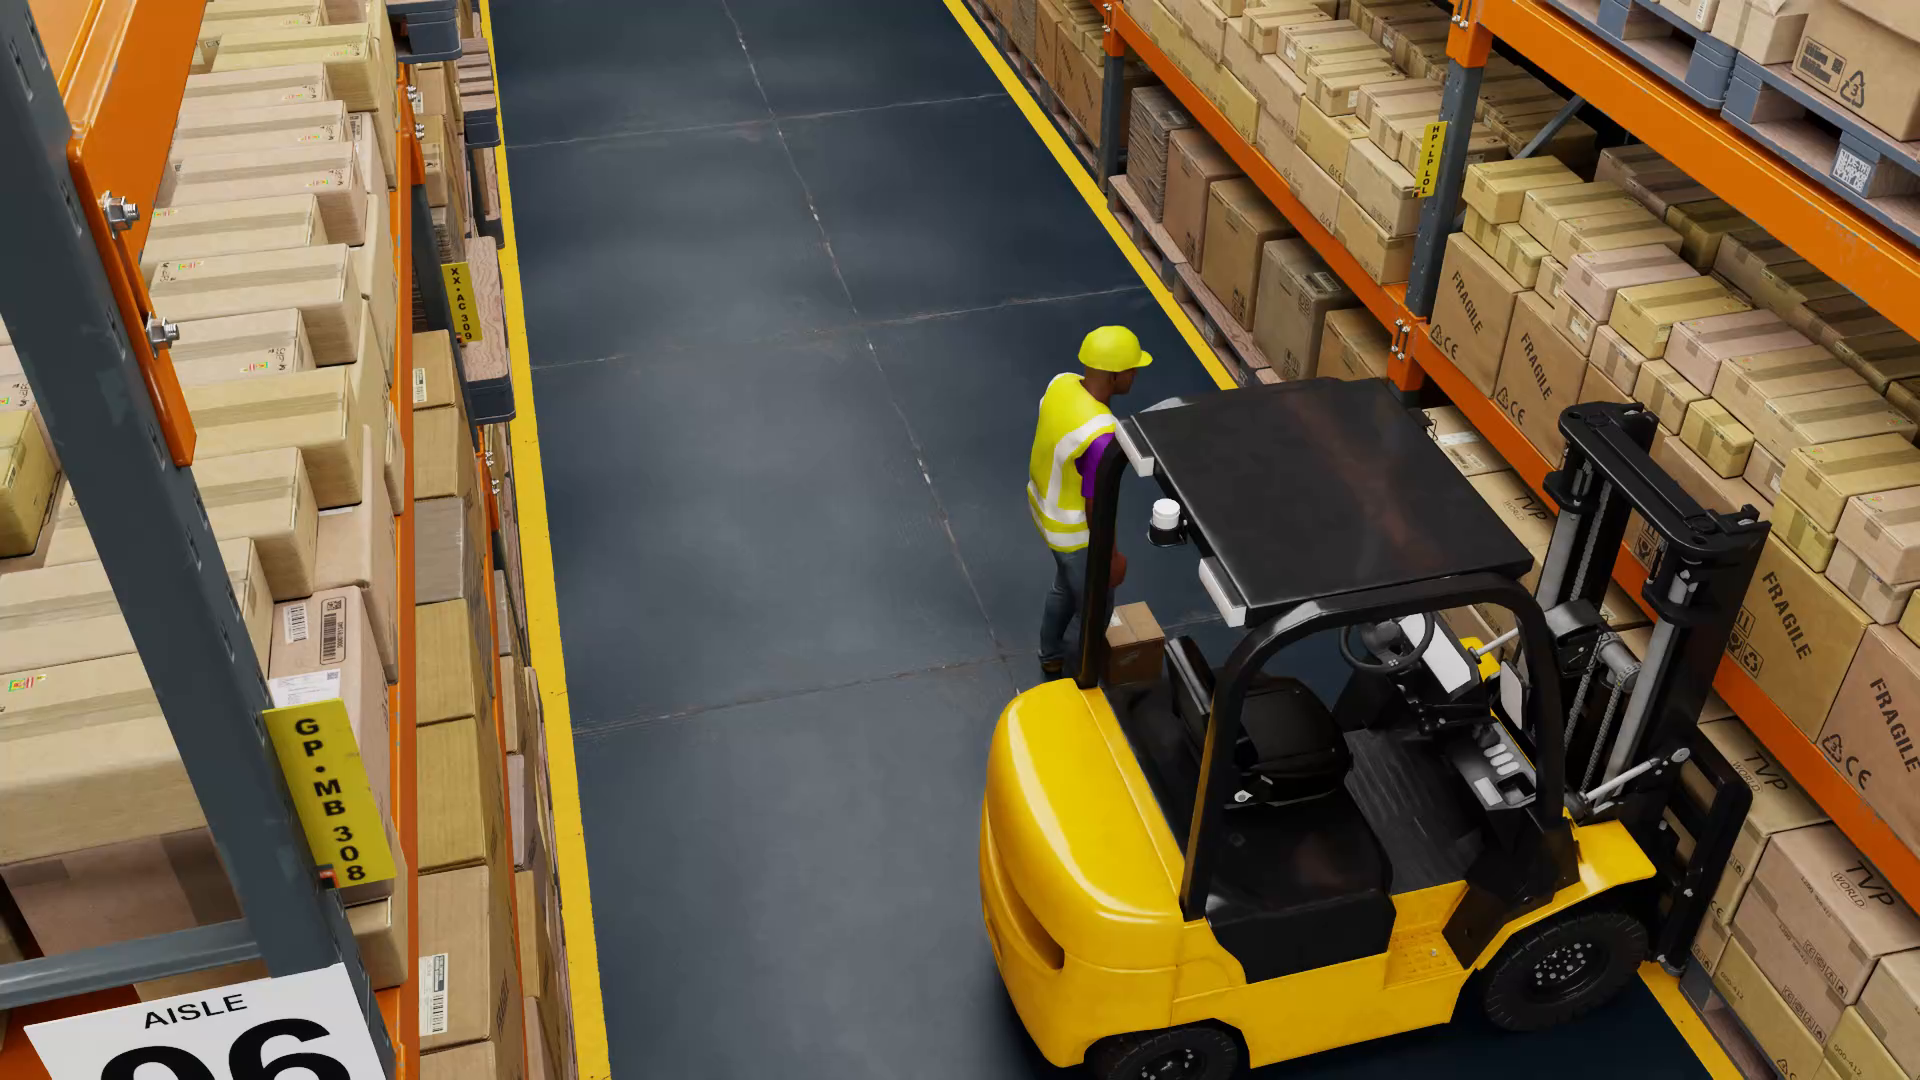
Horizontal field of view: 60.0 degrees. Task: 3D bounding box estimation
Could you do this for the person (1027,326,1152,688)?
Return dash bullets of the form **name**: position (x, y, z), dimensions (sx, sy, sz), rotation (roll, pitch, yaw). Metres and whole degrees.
- **person**: position (0.520, -0.086, 6.810), dimensions (0.457, 1.761, 0.626), rotation (-9, 39, -12)
